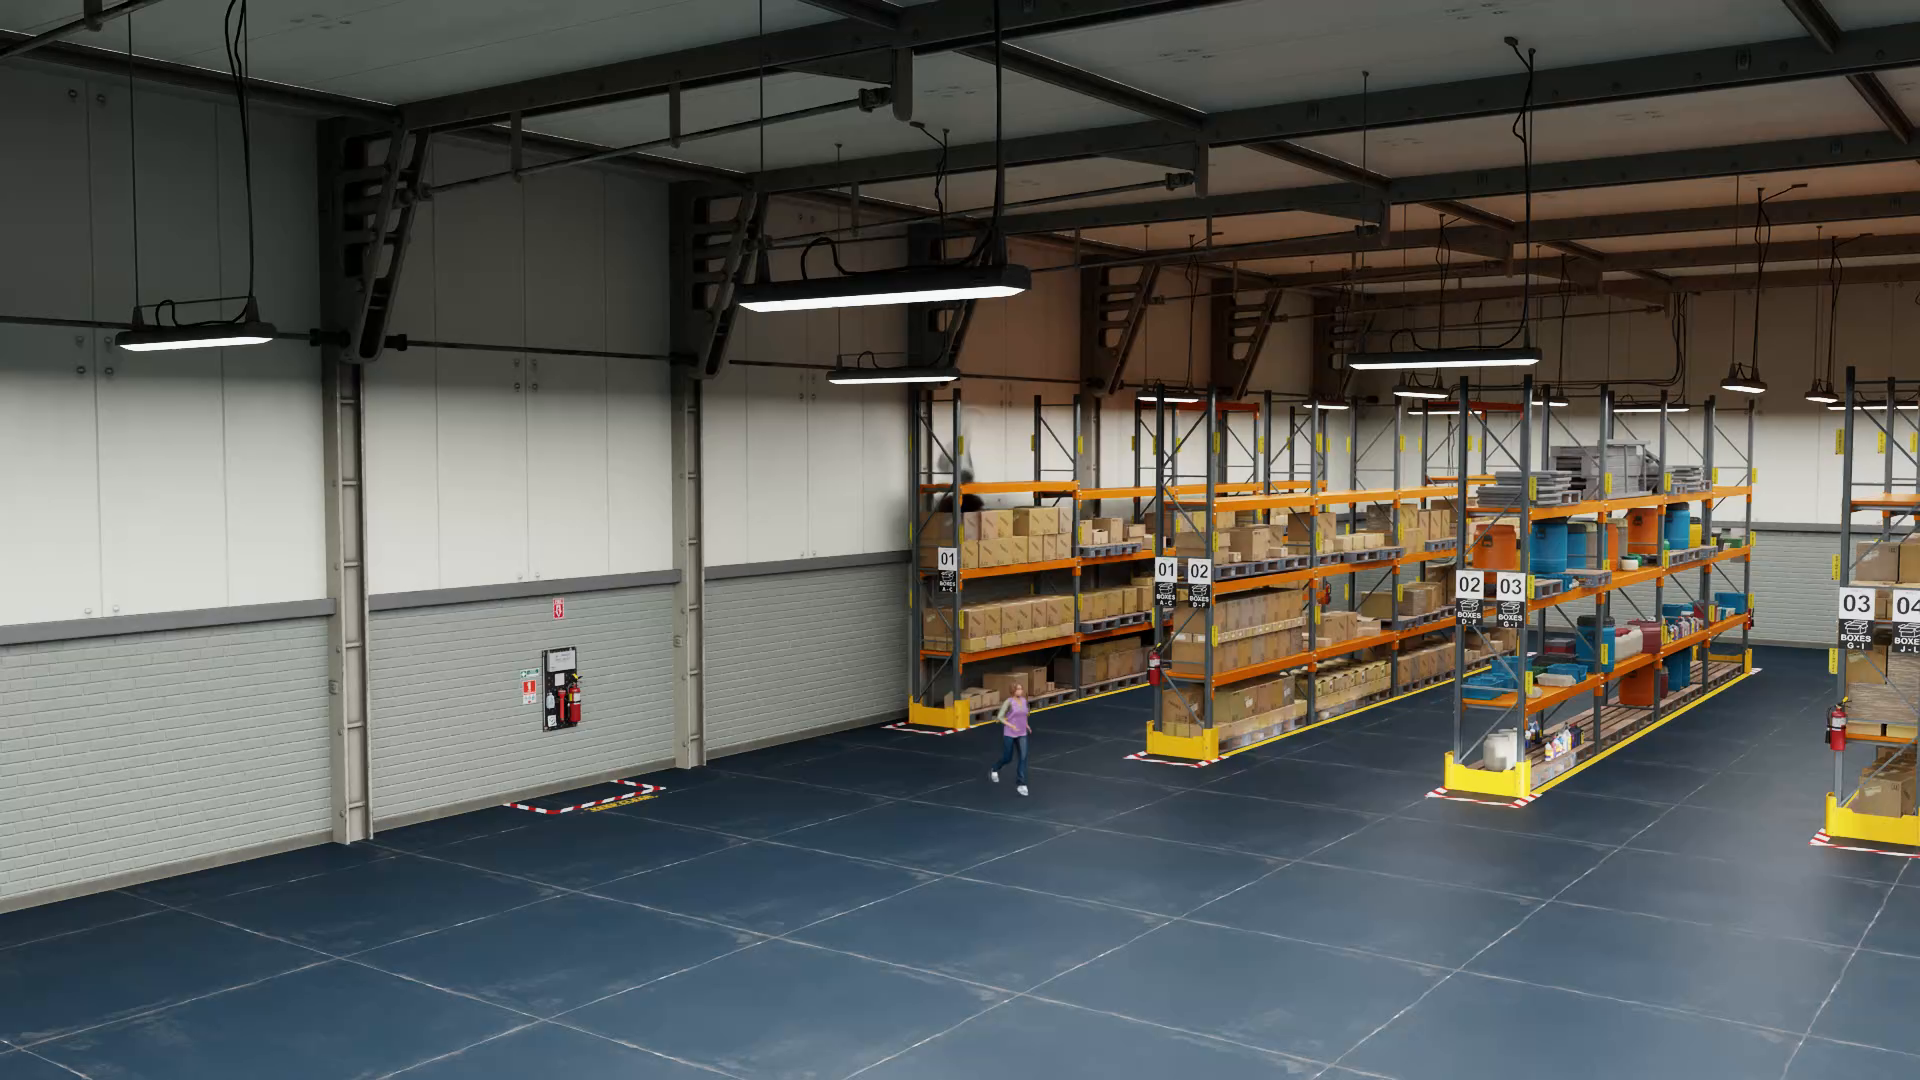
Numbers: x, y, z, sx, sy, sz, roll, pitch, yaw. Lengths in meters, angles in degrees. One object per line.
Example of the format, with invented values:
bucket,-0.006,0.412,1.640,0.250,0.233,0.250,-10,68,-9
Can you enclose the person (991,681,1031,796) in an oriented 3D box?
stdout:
person,0.806,2.833,24.010,0.577,1.583,0.875,-2,4,-31

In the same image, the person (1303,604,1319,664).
person,7.334,2.147,34.629,0.653,1.742,0.902,2,4,26
